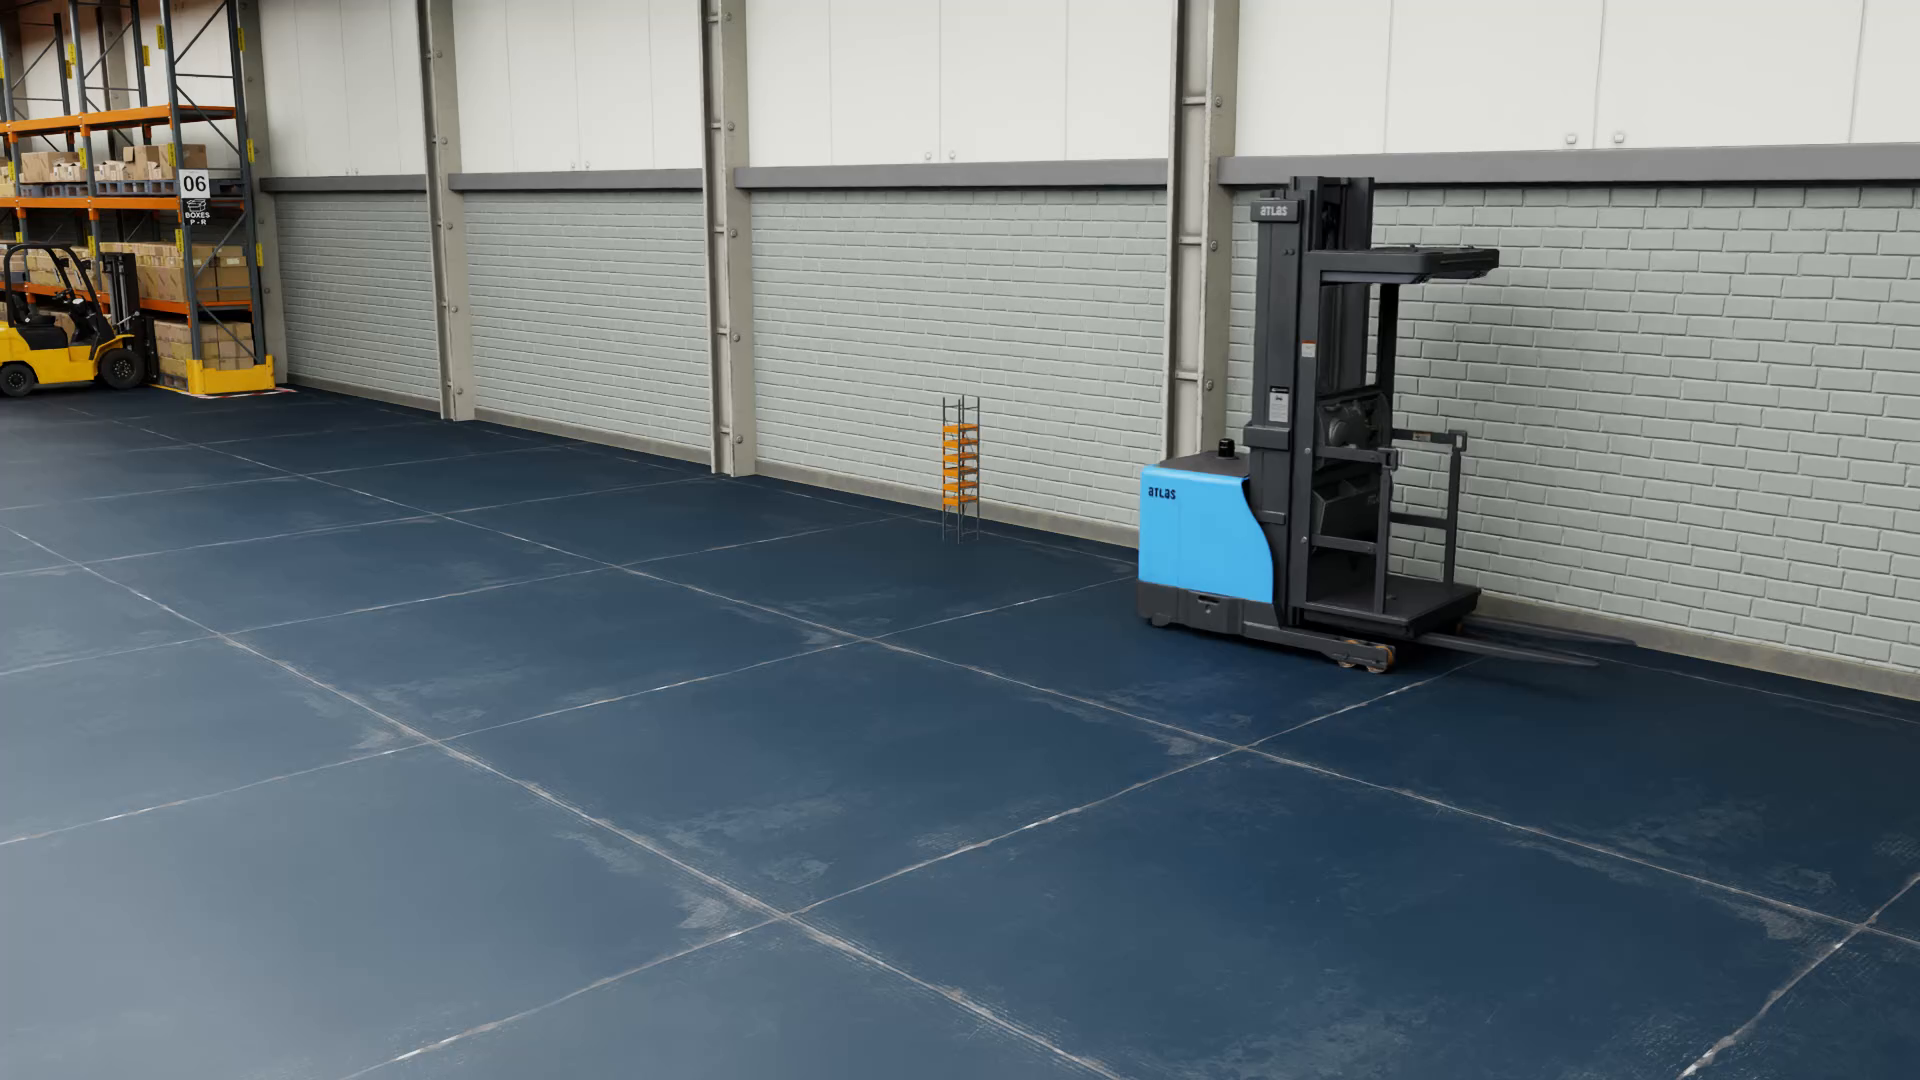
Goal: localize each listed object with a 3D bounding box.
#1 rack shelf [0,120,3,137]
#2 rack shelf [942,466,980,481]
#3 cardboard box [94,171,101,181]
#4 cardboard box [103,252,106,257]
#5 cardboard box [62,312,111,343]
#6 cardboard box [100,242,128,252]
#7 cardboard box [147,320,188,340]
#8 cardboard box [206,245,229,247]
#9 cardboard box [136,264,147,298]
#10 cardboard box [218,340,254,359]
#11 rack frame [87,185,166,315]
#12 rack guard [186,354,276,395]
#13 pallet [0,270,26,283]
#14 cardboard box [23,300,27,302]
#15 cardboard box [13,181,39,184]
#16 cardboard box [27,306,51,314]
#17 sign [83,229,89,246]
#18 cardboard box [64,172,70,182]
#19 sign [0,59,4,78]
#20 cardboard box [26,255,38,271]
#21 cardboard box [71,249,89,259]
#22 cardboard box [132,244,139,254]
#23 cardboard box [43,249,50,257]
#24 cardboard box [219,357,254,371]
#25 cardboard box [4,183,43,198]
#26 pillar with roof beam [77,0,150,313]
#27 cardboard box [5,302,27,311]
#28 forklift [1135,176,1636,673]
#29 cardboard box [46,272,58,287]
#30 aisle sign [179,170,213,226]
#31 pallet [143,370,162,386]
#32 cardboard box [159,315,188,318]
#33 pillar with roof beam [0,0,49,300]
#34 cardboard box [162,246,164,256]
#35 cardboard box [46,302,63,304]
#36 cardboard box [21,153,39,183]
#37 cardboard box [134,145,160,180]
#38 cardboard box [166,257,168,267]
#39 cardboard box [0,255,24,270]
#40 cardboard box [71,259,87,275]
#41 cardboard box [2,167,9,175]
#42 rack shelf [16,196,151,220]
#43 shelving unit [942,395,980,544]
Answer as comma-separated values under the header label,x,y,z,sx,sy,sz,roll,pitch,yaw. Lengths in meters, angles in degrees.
label,x,y,z,sx,sy,sz,roll,pitch,yaw
rack shelf,-20.469,-8.315,33.762,1.077,0.370,4.000,-11,16,-43
rack shelf,0.010,-0.542,13.789,0.258,0.103,0.180,-11,16,-43
cardboard box,-13.473,-5.764,26.358,0.380,0.149,0.250,-10,16,-41
cardboard box,-13.534,-4.555,26.731,0.380,0.149,0.250,-11,16,-43
cardboard box,-14.983,-3.612,28.856,0.625,0.625,0.875,11,16,43
cardboard box,-13.558,-4.696,26.679,0.380,0.149,0.250,-10,16,-41
cardboard box,-12.057,-3.206,25.335,0.500,0.250,0.500,-11,16,-42
cardboard box,-11.227,-4.358,25.040,0.380,0.149,0.250,-10,16,-41
cardboard box,-12.392,-3.996,25.623,0.500,0.500,0.500,-11,16,-42
cardboard box,-10.976,-2.889,25.035,0.500,0.250,0.500,-11,16,-42
rack frame,-13.563,-4.271,27.211,1.000,3.000,0.127,-11,16,-43
rack guard,-10.785,-2.460,24.612,1.175,0.500,0.348,-11,16,-43
pallet,-16.845,-4.850,30.496,1.213,0.211,1.003,-11,16,-43
cardboard box,-17.919,-4.571,32.212,0.380,0.149,0.250,-10,16,-41
cardboard box,-16.745,-6.464,29.805,0.380,0.149,0.250,-10,16,-41
cardboard box,-16.850,-4.191,30.367,0.250,0.149,0.380,11,16,42
sign,-15.927,-5.500,30.305,0.100,0.325,0.005,-11,16,-43
cardboard box,-14.543,-5.990,27.455,0.380,0.149,0.250,-11,16,-43
sign,-16.711,-8.213,28.963,0.100,0.325,0.005,-11,16,-43
cardboard box,-16.214,-4.924,29.512,0.500,0.250,0.500,-11,16,-43
cardboard box,-14.695,-4.802,27.931,0.250,0.149,0.380,11,16,44
cardboard box,-12.611,-4.519,25.820,0.380,0.149,0.250,-11,16,-43
cardboard box,-15.748,-5.025,29.014,0.380,0.149,0.250,-11,16,-42
cardboard box,-10.999,-2.646,25.092,0.500,0.250,0.500,-11,16,-42
cardboard box,-16.856,-6.292,29.956,0.500,0.250,0.500,11,16,43
pillar with roof beam,-17.887,-7.129,26.213,9.100,9.000,0.548,-11,16,-43
cardboard box,-17.745,-4.389,31.325,0.250,0.149,0.380,11,16,42
forklift,2.632,-0.754,10.306,3.031,2.935,1.130,10,15,39
cardboard box,-15.492,-4.535,28.860,0.500,0.250,0.500,11,16,43
aisle sign,-10.968,-4.910,23.870,0.394,0.787,0.004,-11,16,-43
pallet,-12.198,-2.606,26.036,1.003,0.211,1.213,-11,16,-43
cardboard box,-12.383,-3.428,26.411,0.500,0.250,0.500,-11,16,-42
pillar with roof beam,-22.031,-8.005,30.463,9.100,9.000,0.548,-11,16,-43
cardboard box,-11.712,-4.336,24.930,0.380,0.149,0.250,-11,16,-42
cardboard box,-16.975,-4.394,31.352,0.250,0.149,0.380,11,16,43
cardboard box,-16.002,-6.488,29.001,0.500,0.500,0.500,-11,16,-42
cardboard box,-11.918,-5.655,24.954,0.700,0.500,0.500,-11,16,-42
cardboard box,-11.576,-4.146,24.744,0.380,0.149,0.250,-11,16,-42
cardboard box,-17.288,-5.096,30.545,0.500,0.250,0.500,11,16,42
cardboard box,-14.448,-4.553,27.710,0.500,0.250,0.500,11,16,44
cardboard box,-17.103,-6.686,30.142,0.250,0.149,0.380,11,16,43
rack shelf,-14.945,-5.680,28.397,1.077,0.370,4.000,-11,16,-43
shelving unit,0.010,-0.586,13.780,0.258,1.200,0.189,-11,16,-43
